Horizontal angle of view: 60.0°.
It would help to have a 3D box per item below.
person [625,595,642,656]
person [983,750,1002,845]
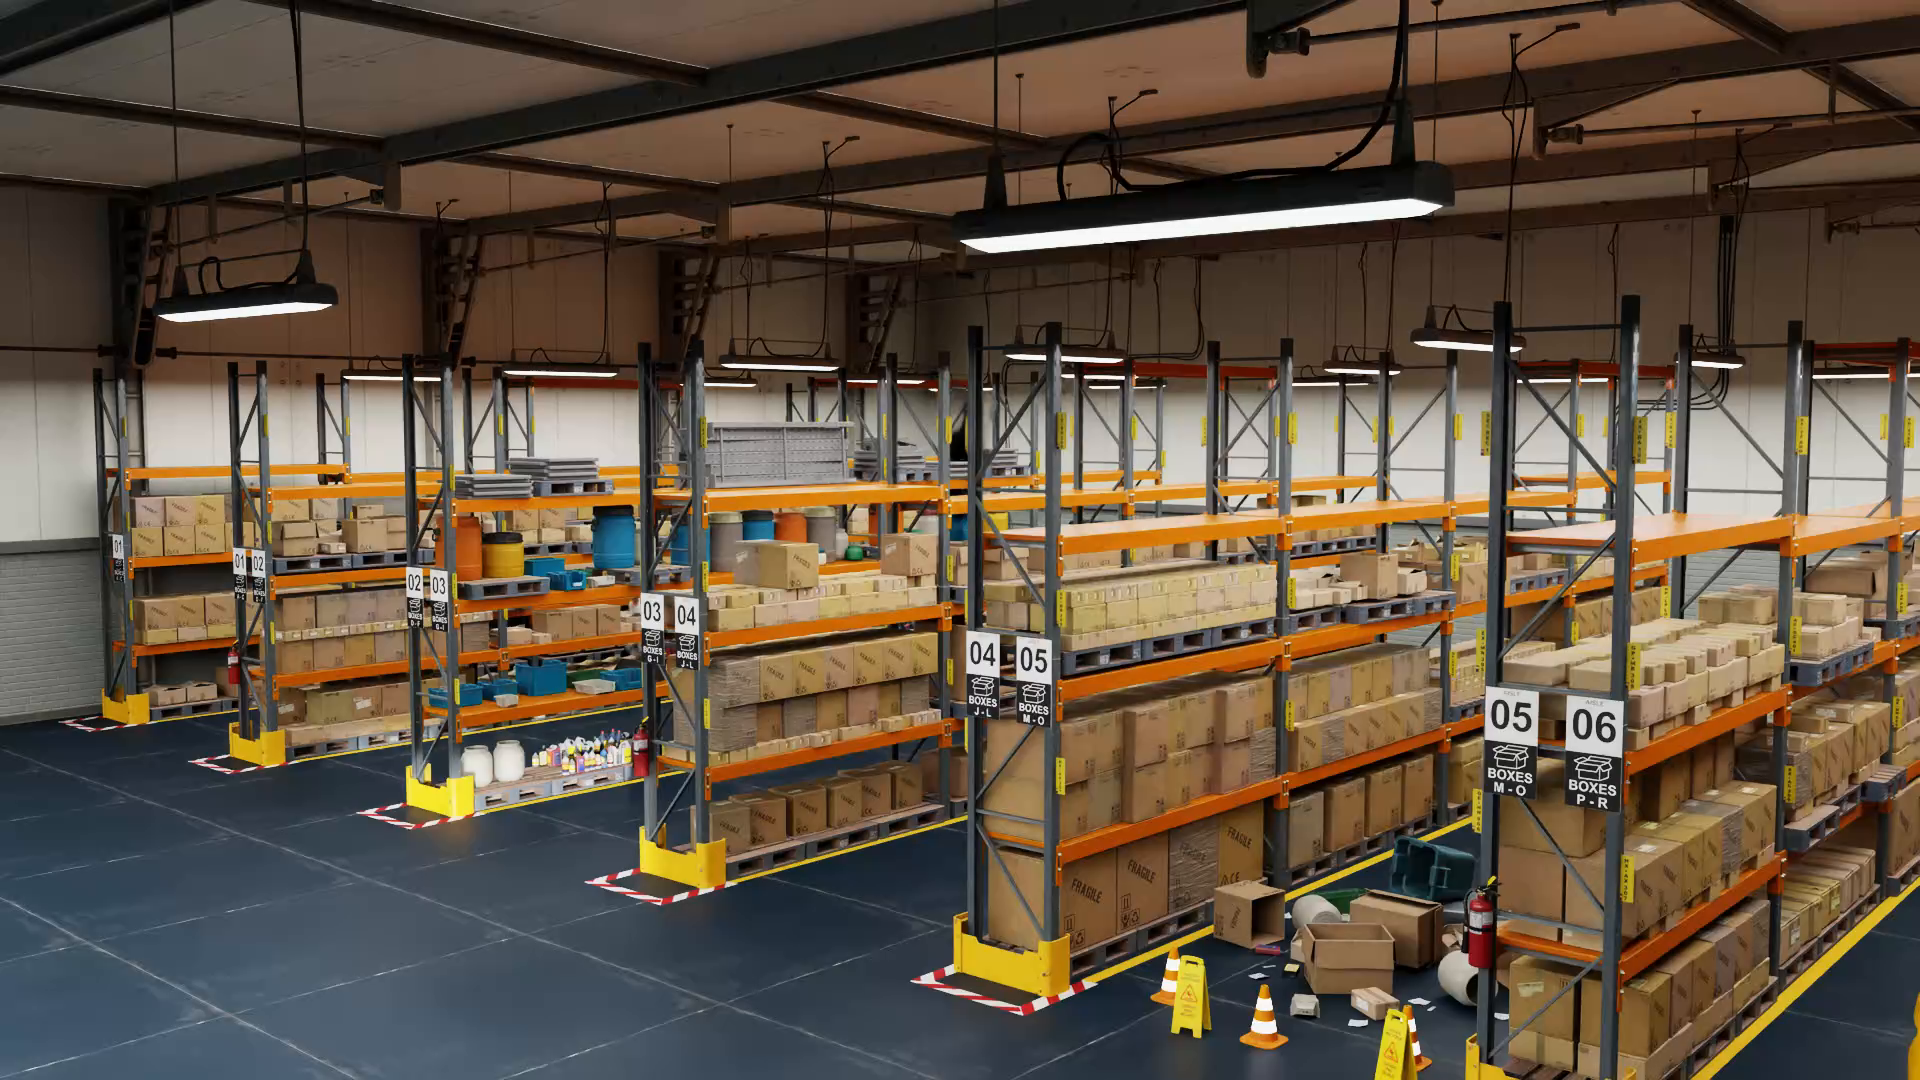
[{"bbox_3d":[-6.500,1.836,33.371,0.656,1.793,0.768,2,5,30],"label":"person"},{"bbox_3d":[0.525,2.949,18.755,0.653,1.711,0.768,2,5,23],"label":"person"}]
